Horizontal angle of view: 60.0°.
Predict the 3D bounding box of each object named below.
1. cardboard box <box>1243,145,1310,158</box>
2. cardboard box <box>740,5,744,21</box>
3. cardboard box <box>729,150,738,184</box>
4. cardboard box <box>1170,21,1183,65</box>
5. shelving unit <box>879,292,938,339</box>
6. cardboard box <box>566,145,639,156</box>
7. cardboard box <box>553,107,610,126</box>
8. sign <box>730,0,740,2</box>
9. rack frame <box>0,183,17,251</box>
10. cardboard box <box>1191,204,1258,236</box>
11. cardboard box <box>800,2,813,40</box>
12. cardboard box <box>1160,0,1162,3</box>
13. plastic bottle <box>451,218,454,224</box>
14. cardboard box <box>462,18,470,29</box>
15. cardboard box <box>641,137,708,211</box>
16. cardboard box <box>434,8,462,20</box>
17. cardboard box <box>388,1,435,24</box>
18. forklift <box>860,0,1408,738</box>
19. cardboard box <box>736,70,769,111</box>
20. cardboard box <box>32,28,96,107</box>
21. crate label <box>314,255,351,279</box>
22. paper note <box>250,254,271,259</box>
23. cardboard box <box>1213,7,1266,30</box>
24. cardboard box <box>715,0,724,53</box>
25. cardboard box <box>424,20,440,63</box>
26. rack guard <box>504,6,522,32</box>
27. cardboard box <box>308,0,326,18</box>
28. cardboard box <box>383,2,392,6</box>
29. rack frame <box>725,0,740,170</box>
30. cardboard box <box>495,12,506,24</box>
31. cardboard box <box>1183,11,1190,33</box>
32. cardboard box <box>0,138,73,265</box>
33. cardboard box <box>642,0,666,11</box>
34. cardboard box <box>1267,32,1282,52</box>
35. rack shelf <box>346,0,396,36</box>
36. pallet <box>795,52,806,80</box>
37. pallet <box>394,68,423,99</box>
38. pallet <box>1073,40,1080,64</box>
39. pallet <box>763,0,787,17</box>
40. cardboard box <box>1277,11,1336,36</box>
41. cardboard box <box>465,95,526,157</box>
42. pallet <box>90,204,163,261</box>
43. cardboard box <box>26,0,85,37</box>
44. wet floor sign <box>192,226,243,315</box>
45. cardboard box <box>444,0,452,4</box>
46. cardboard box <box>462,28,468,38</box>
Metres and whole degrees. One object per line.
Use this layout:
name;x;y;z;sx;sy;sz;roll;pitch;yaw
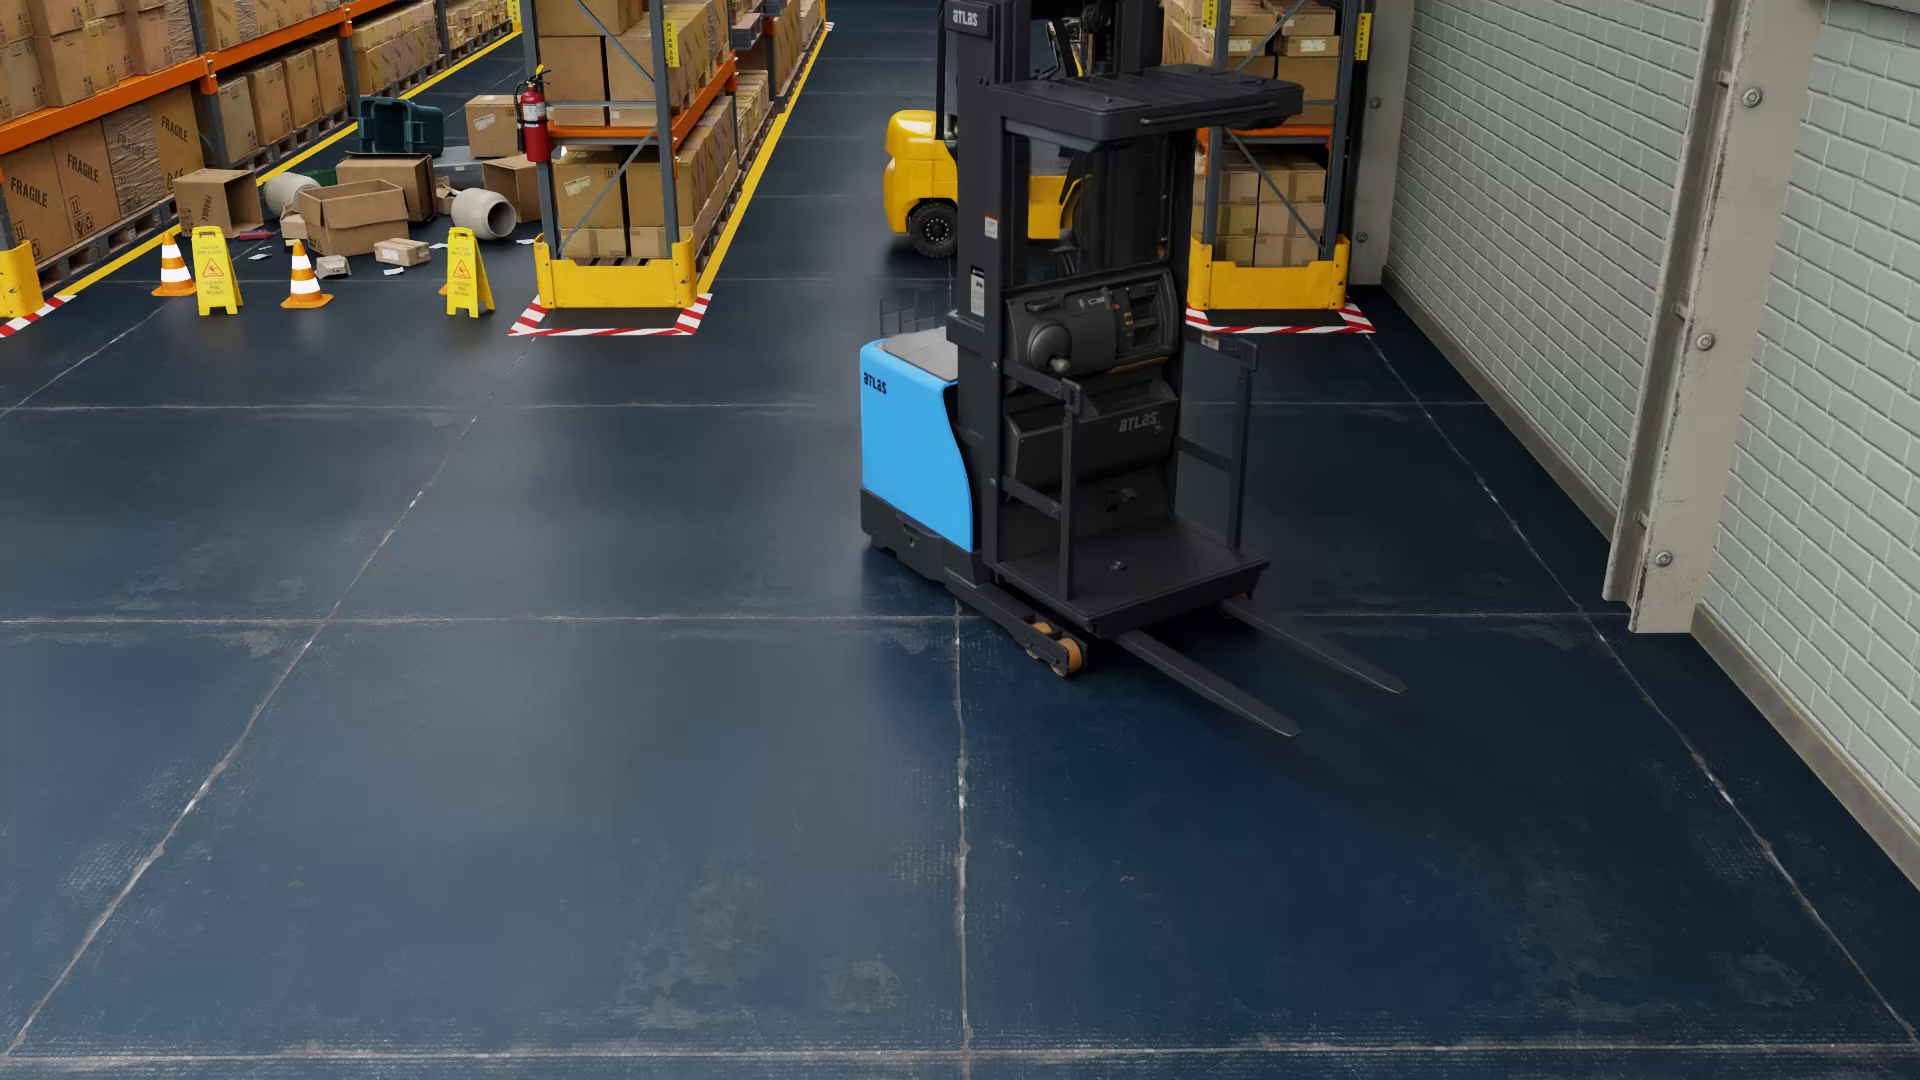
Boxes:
cardboard box;2.516;-2.995;13.346;0.500;0.250;0.500;0;24;0
cardboard box;-2.349;-5.230;16.468;0.380;0.149;0.250;0;24;1
cardboard box;-2.390;-3.517;15.713;0.500;0.250;0.500;1;24;2
cardboard box;2.055;-4.076;14.000;0.500;0.500;0.500;0;24;0
shelving unit;-0.268;-0.692;8.823;0.258;1.200;0.189;-16;29;-31
cardboard box;-2.900;-2.997;13.653;0.500;0.500;0.500;1;24;1
cardboard box;-2.840;-3.211;12.515;0.380;0.149;0.250;1;24;1
sign;-2.123;-5.221;15.603;0.100;0.325;0.005;0;24;-1
rack frame;-7.570;-3.109;11.983;1.000;3.000;0.127;0;24;-1
cardboard box;2.024;-2.562;12.995;0.500;0.250;0.500;-1;24;-1
cardboard box;-2.663;-7.769;24.888;0.875;0.438;0.875;-1;24;-2
cardboard box;2.038;-5.053;15.374;0.380;0.149;0.250;-1;24;-1
plastic bottle;-4.527;-2.942;15.180;0.133;0.061;0.283;4;25;9
cardboard box;-7.496;-7.661;24.638;0.380;0.149;0.250;1;24;2
cardboard box;-2.365;-3.012;13.686;0.500;0.500;0.500;-1;24;-3
cardboard box;-7.519;-7.685;24.329;0.380;0.149;0.250;-1;24;-2
cardboard box;-7.440;-7.142;22.514;0.500;0.250;0.500;-1;24;-2
forklift;0.724;-0.955;7.304;1.130;2.935;3.031;-16;29;-31
cardboard box;-2.713;-5.230;19.353;0.950;0.372;0.625;-2;24;-4
cardboard box;-7.528;-3.788;13.302;0.875;0.550;0.550;0;24;-1
crate label;-5.093;-2.218;13.488;0.250;0.136;0.298;-14;28;-28
paper note;-5.889;-2.392;14.003;0.144;0.017;0.142;8;26;18
cardboard box;2.093;-3.921;12.510;0.380;0.149;0.250;0;24;0
cardboard box;-2.399;-4.608;14.816;0.500;0.500;0.500;1;24;1
cardboard box;-7.441;-6.802;22.673;0.500;0.500;0.500;-1;24;-2
rack guard;-7.744;-8.531;27.007;1.175;0.500;0.348;0;24;-1
cardboard box;-7.380;-6.061;18.389;0.500;0.500;0.500;0;24;-1
cardboard box;-7.957;-7.142;22.515;0.500;0.250;0.500;-1;24;-3
rack frame;-2.665;-4.821;15.769;1.000;3.000;0.127;0;24;-1
cardboard box;-7.427;-8.273;26.351;0.380;0.149;0.250;0;24;1
cardboard box;2.019;-4.208;13.505;0.380;0.149;0.250;0;24;0
cardboard box;-7.644;-2.611;12.952;0.875;0.875;0.875;0;24;0
cardboard box;-2.819;-4.643;13.681;0.700;0.500;0.500;0;24;-1
cardboard box;2.531;-3.780;12.559;0.380;0.149;0.250;0;24;-1
rack shelf;-7.680;-6.901;21.242;1.077;0.370;4.000;0;24;-1
pallet;-2.669;-6.529;22.930;1.003;0.211;1.213;0;24;-1
pallet;-7.675;-5.958;21.667;1.003;0.211;1.213;0;24;-1
pallet;2.204;-7.153;24.311;1.003;0.211;1.213;0;24;-1
pallet;-2.595;-6.088;18.805;1.213;0.211;1.003;0;24;-1
cardboard box;2.551;-3.812;12.270;0.380;0.149;0.250;-1;24;-2
cardboard box;-4.445;-4.006;16.083;0.500;0.500;0.500;0;24;-1
pallet;-7.668;-2.669;14.394;1.003;0.211;1.213;0;24;-1
cardboard box;-7.504;-4.280;13.080;0.875;0.550;0.550;0;24;-1
wet floor sign;-5.590;-2.033;12.462;0.267;0.644;0.232;-4;25;-10
cardboard box;-8.002;-8.214;25.500;0.380;0.149;0.250;1;24;2
cardboard box;-7.532;-7.524;24.696;0.380;0.149;0.250;-1;24;-3
